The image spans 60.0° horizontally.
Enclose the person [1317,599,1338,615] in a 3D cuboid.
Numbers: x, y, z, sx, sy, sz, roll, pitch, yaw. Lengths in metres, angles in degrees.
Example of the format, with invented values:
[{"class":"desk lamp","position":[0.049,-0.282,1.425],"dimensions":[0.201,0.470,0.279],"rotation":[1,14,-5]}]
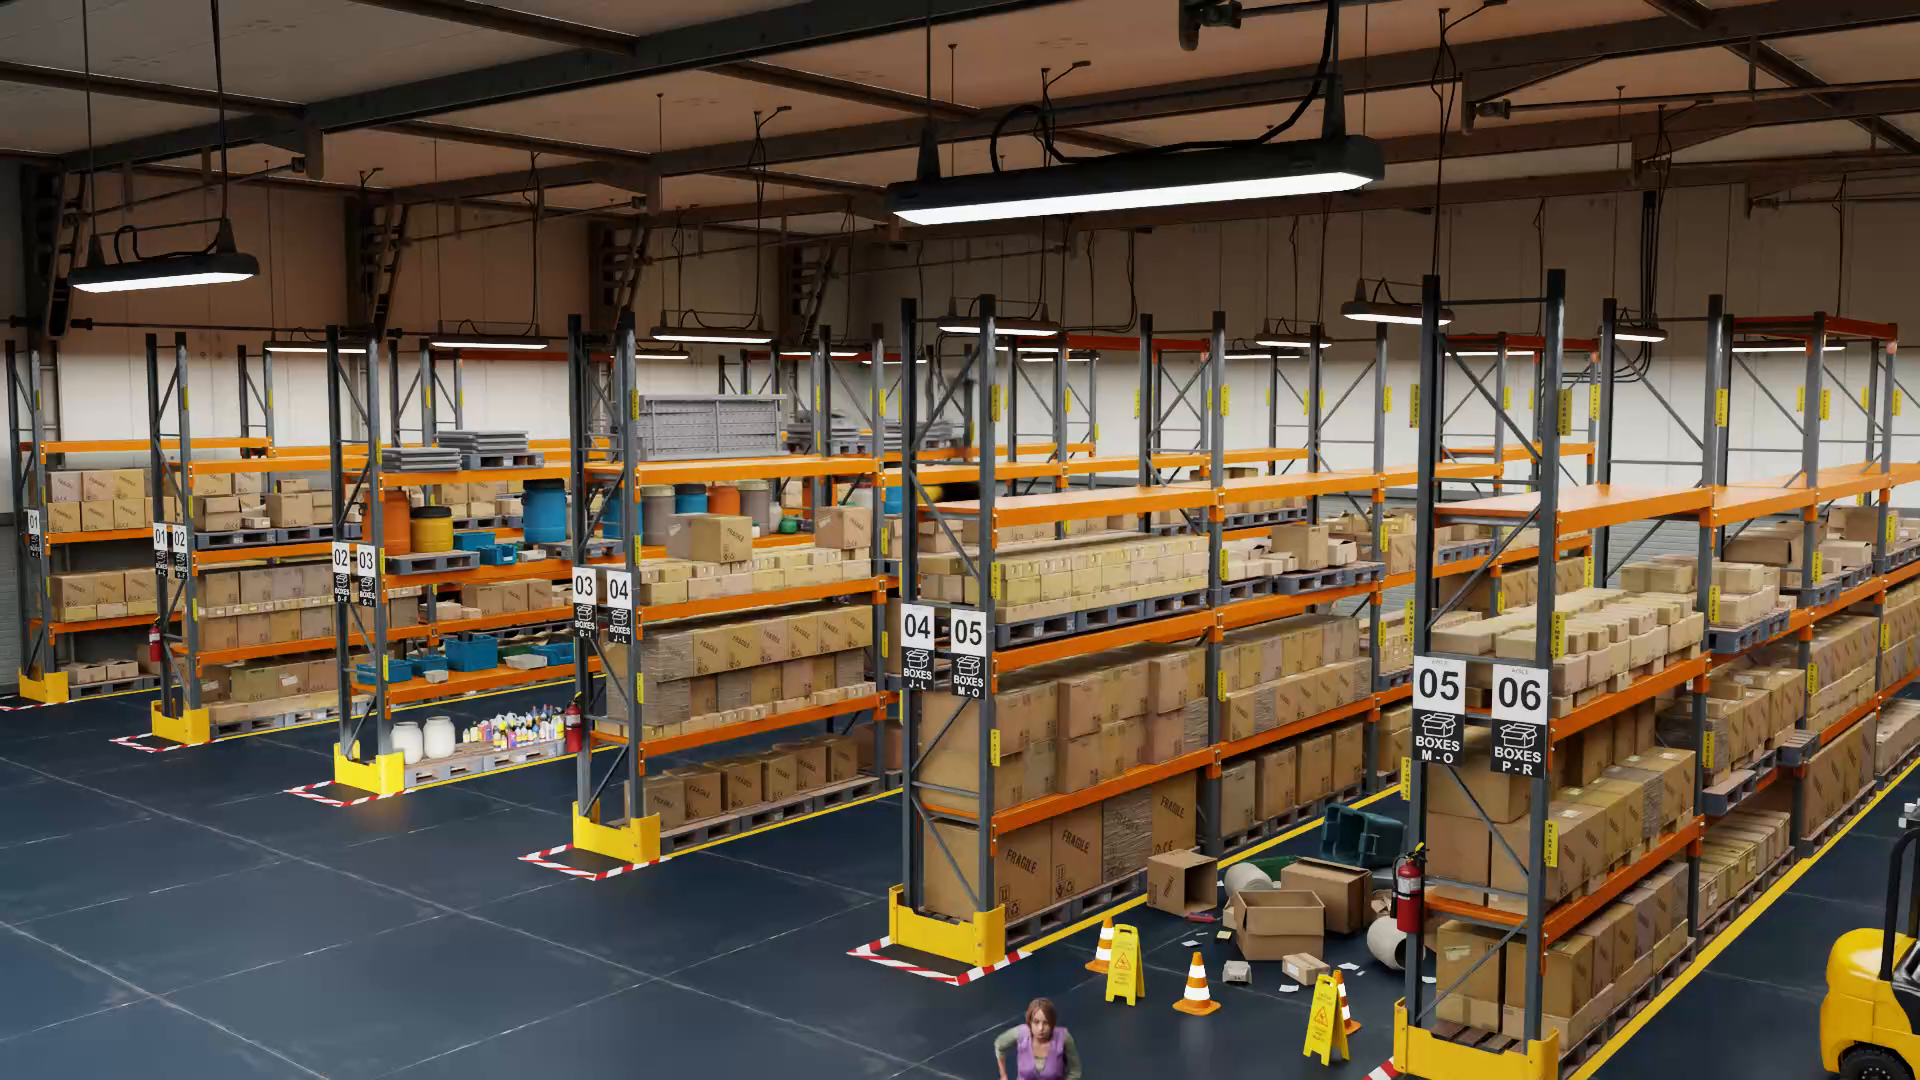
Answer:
[{"class":"person","position":[7.005,1.495,32.217],"dimensions":[0.560,1.611,0.802],"rotation":[-2,5,-18]}]

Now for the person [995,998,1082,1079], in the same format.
[{"class":"person","position":[0.478,3.504,10.208],"dimensions":[0.527,1.530,0.666],"rotation":[0,5,0]}]
